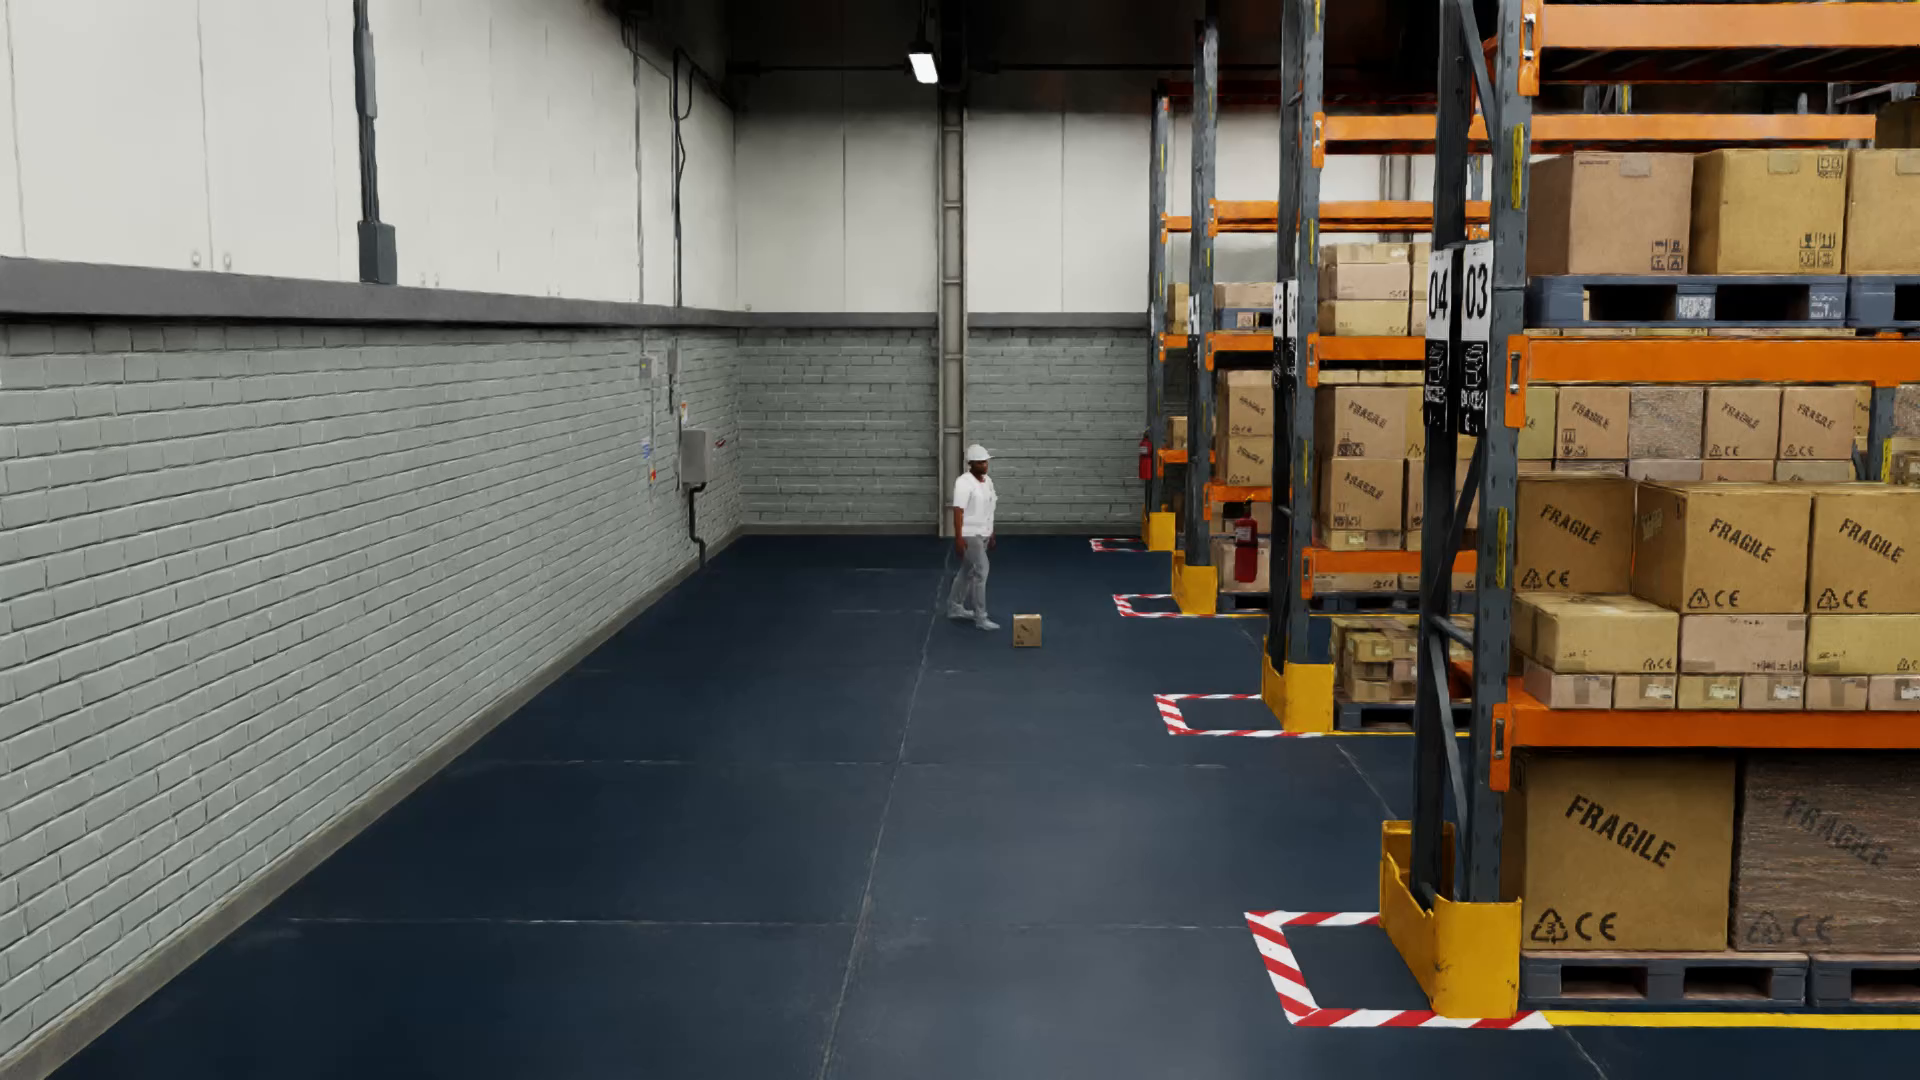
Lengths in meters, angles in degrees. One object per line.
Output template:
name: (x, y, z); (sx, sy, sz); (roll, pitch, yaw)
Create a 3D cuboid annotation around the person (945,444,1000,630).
person: (0.142, -0.050, 16.077); (0.692, 1.758, 0.592); (4, 8, 27)
